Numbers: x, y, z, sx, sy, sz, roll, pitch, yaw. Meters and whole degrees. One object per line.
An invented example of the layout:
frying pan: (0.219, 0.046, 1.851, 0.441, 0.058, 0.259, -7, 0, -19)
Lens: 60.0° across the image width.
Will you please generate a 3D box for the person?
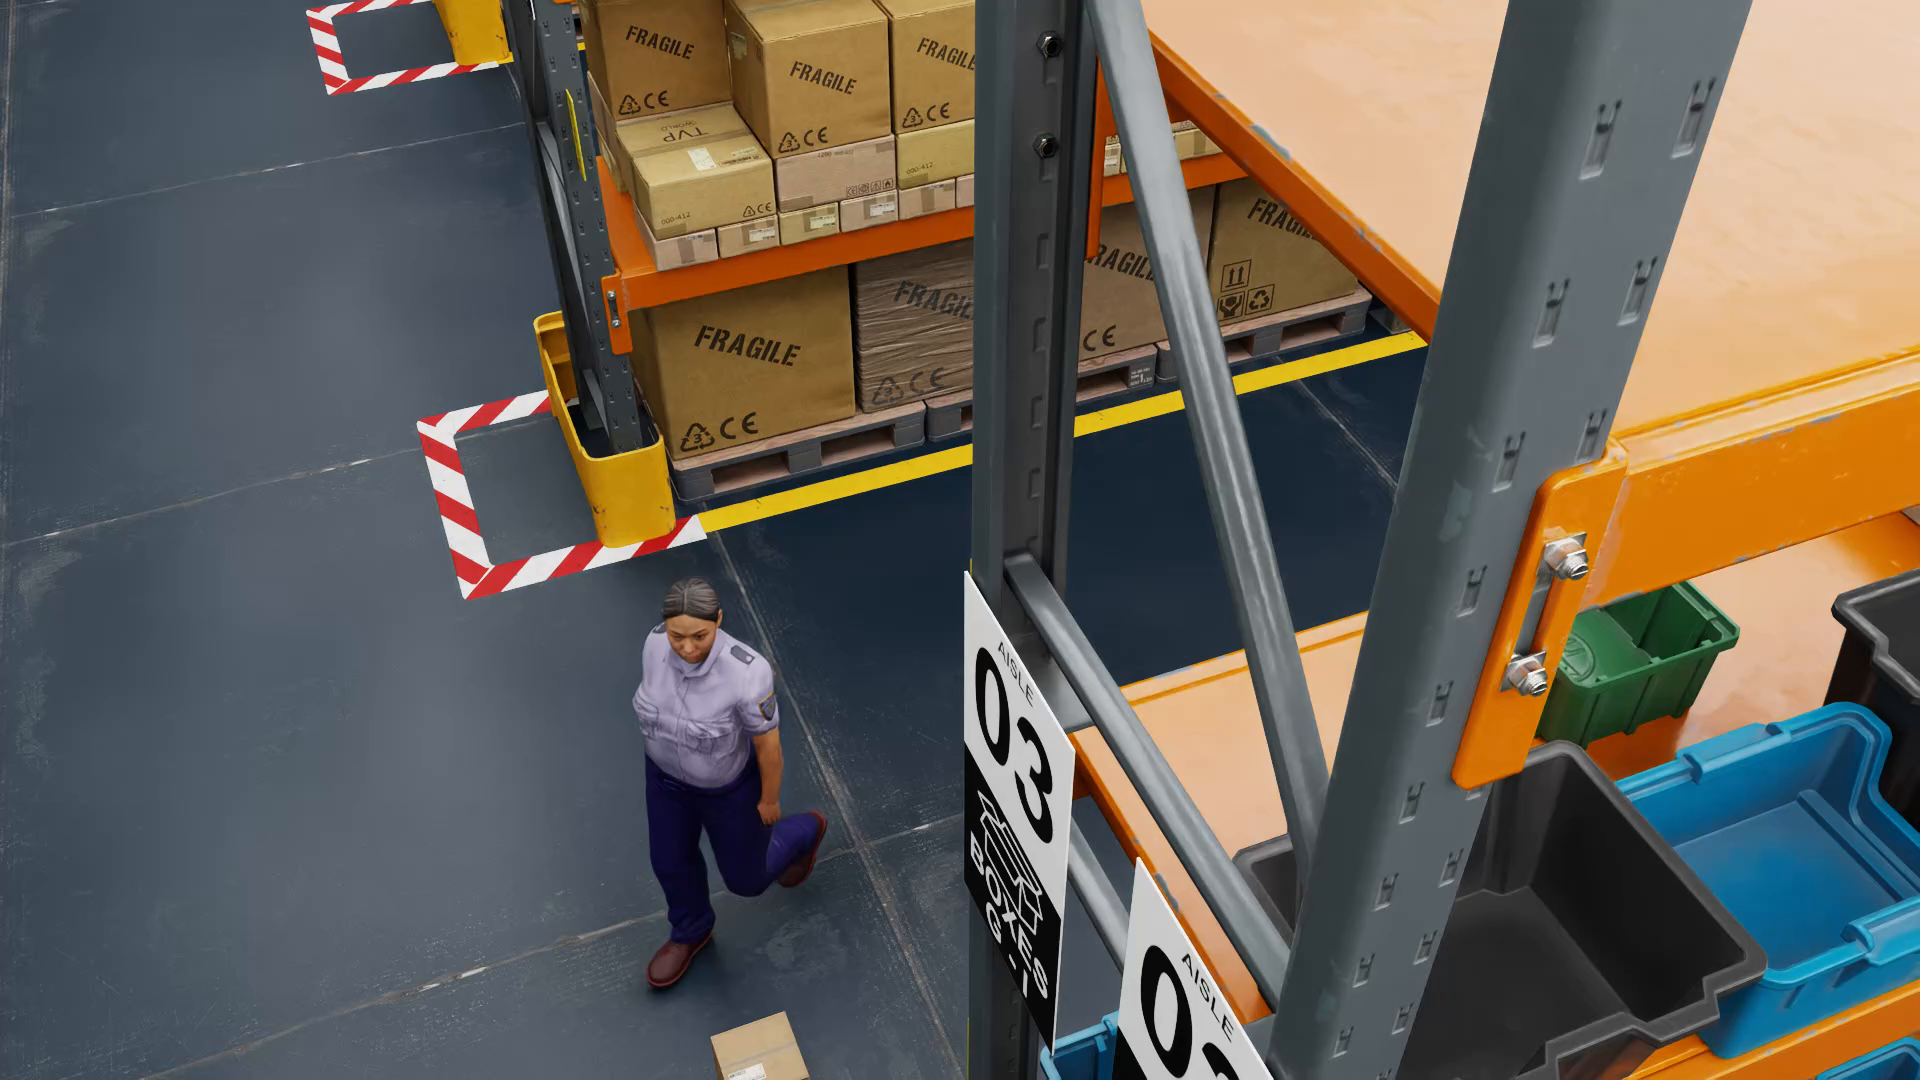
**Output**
person: (-0.778, 0.742, 5.336, 0.492, 1.622, 0.748, 19, 45, 20)
